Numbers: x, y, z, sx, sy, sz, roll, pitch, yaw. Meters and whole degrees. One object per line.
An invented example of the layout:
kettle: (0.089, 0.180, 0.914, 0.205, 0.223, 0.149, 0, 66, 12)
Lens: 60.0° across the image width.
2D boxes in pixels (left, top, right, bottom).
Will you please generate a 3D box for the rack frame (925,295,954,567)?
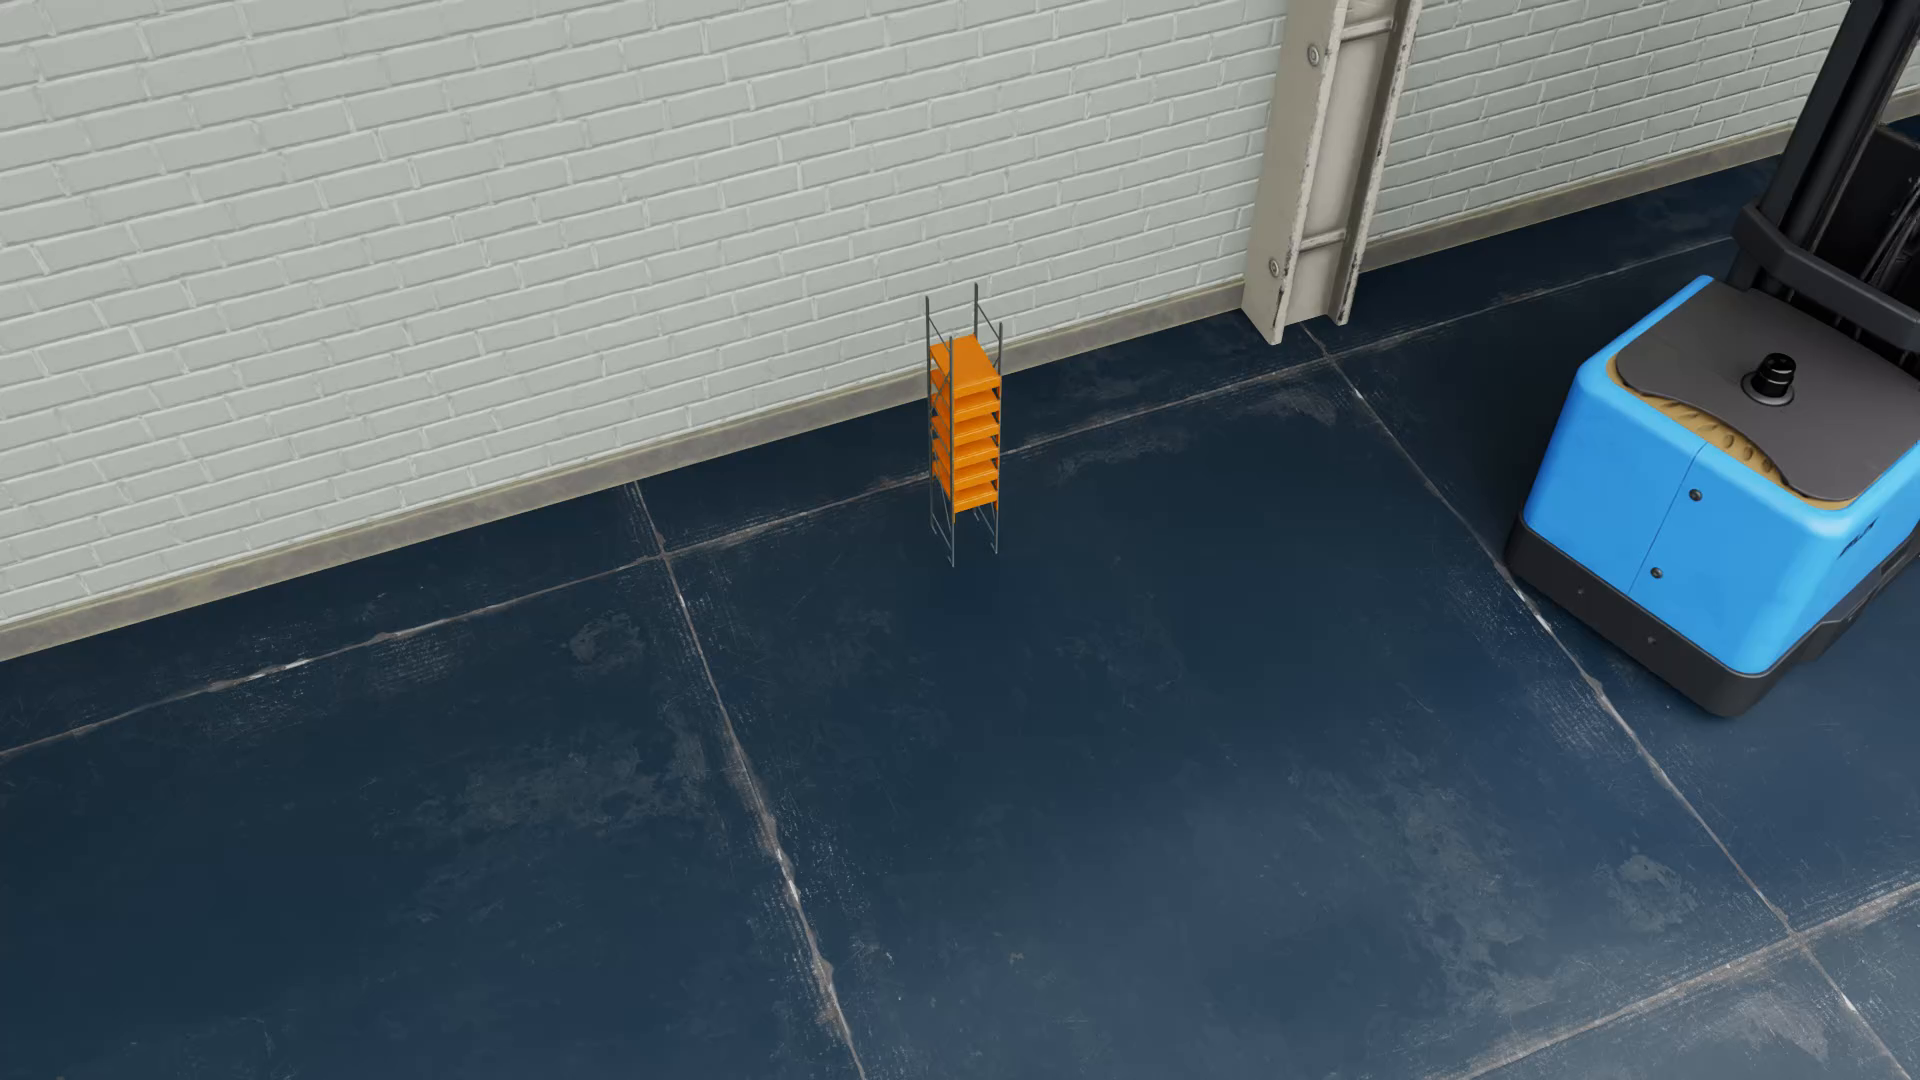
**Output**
rack frame: (-0.071, -0.369, 6.117, 0.006, 1.200, 0.240, -17, 52, -14)

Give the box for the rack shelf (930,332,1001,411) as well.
rack shelf: (0.013, -0.601, 5.900, 0.180, 0.103, 0.258, -17, 52, -14)

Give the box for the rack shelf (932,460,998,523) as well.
rack shelf: (0.013, -0.210, 6.355, 0.180, 0.103, 0.258, -17, 52, -14)

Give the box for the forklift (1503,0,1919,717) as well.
forklift: (3.551, -1.290, 5.767, 3.031, 2.935, 1.130, -33, 57, -25)

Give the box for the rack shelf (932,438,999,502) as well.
rack shelf: (0.013, -0.288, 6.264, 0.180, 0.103, 0.258, -17, 52, -14)

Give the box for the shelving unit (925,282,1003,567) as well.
shelving unit: (0.013, -0.395, 6.139, 0.189, 1.200, 0.258, -17, 52, -14)

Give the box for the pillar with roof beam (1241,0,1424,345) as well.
pillar with roof beam: (3.122, -0.930, 1.458, 0.400, 9.000, 9.100, -17, 52, -14)

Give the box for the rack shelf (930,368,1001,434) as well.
rack shelf: (0.013, -0.522, 5.991, 0.180, 0.103, 0.258, -17, 52, -14)

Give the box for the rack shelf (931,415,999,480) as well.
rack shelf: (0.013, -0.366, 6.173, 0.180, 0.103, 0.258, -17, 52, -14)

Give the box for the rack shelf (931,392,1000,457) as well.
rack shelf: (0.013, -0.444, 6.082, 0.180, 0.103, 0.258, -17, 52, -14)

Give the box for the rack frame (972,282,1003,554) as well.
rack frame: (0.098, -0.421, 6.162, 0.006, 1.200, 0.240, -17, 52, -14)
